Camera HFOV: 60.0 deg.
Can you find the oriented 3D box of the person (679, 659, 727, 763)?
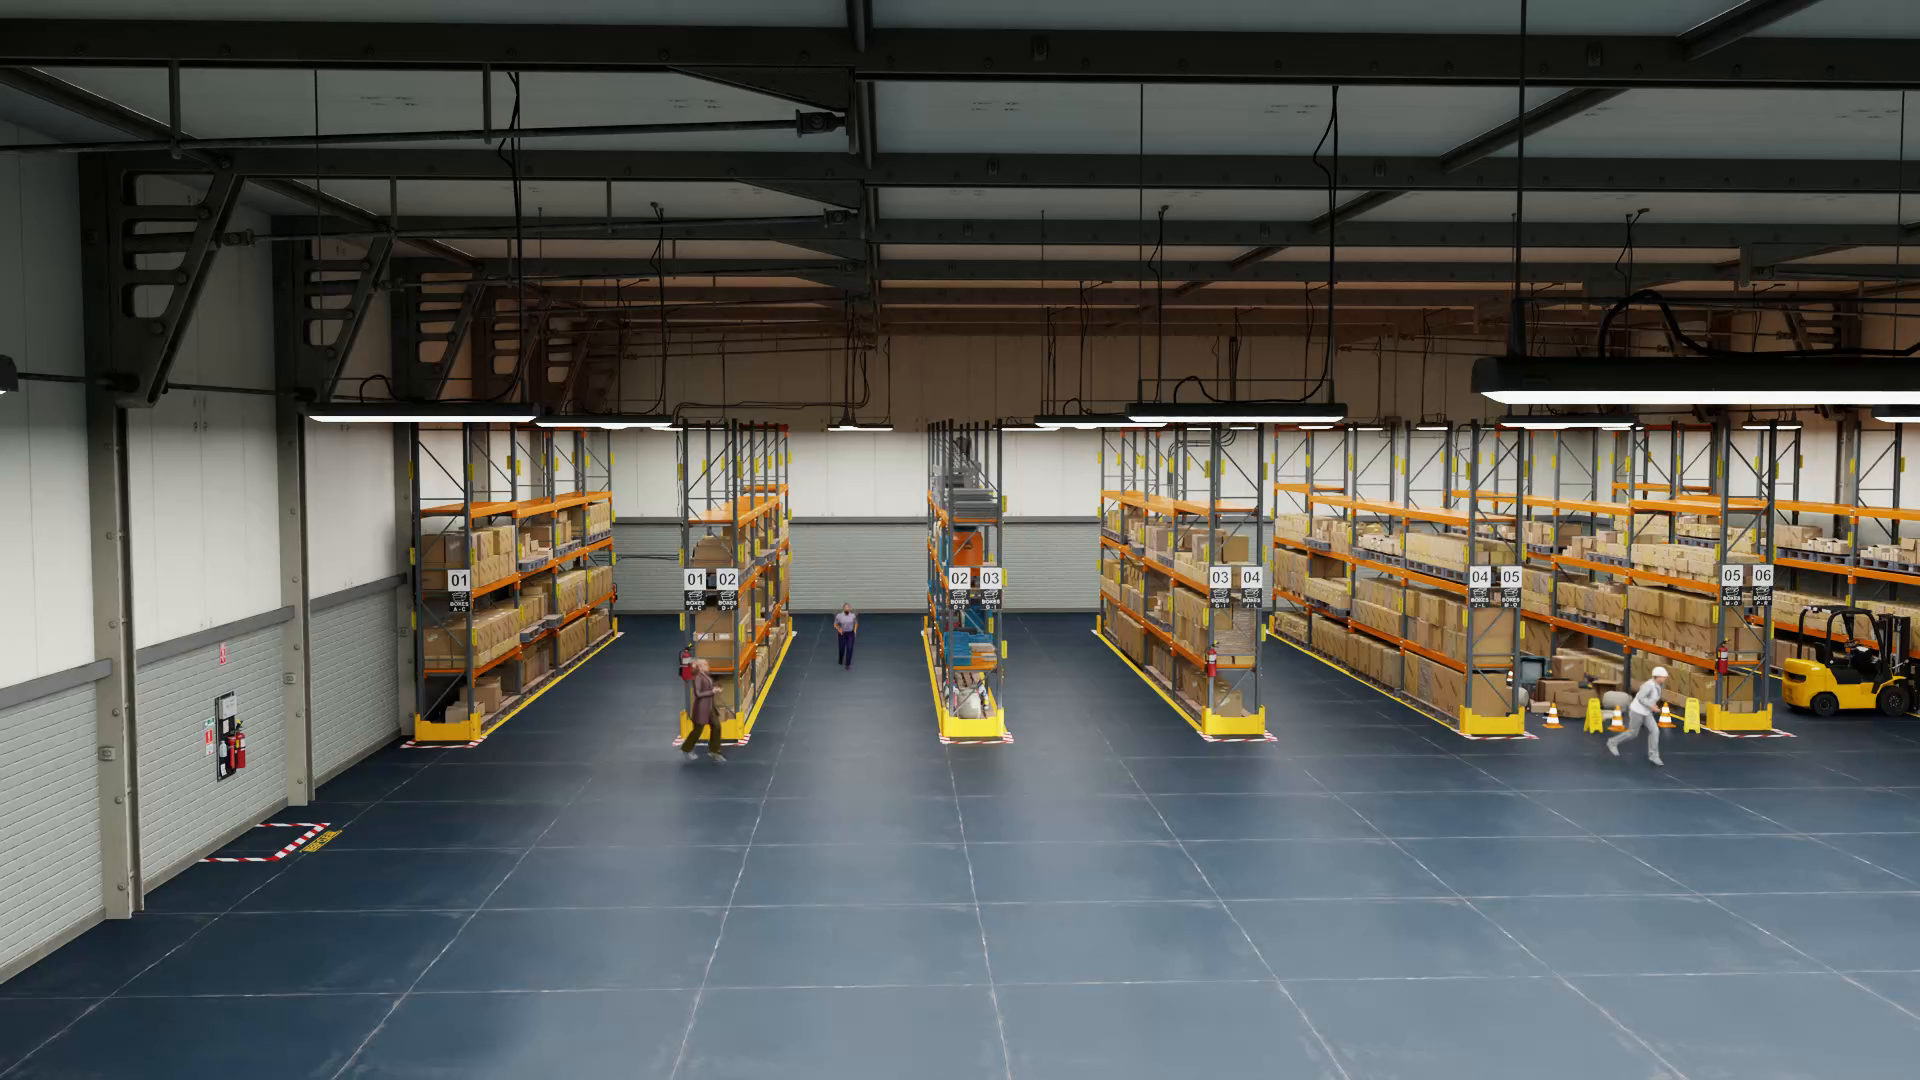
[{"bbox_3d":[-4.485,2.978,28.902,0.850,1.840,0.693,1,4,15],"label":"person"}]

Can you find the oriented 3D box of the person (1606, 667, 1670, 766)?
[{"bbox_3d":[11.818,3.039,28.981,1.045,1.732,0.697,3,5,38],"label":"person"}]

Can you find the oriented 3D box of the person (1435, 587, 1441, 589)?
[{"bbox_3d":[14.347,1.788,49.392,0.717,1.571,0.581,1,4,11],"label":"person"}]

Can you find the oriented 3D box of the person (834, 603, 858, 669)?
[{"bbox_3d":[-2.761,2.373,40.478,0.595,1.521,0.561,-1,4,-12],"label":"person"}]
